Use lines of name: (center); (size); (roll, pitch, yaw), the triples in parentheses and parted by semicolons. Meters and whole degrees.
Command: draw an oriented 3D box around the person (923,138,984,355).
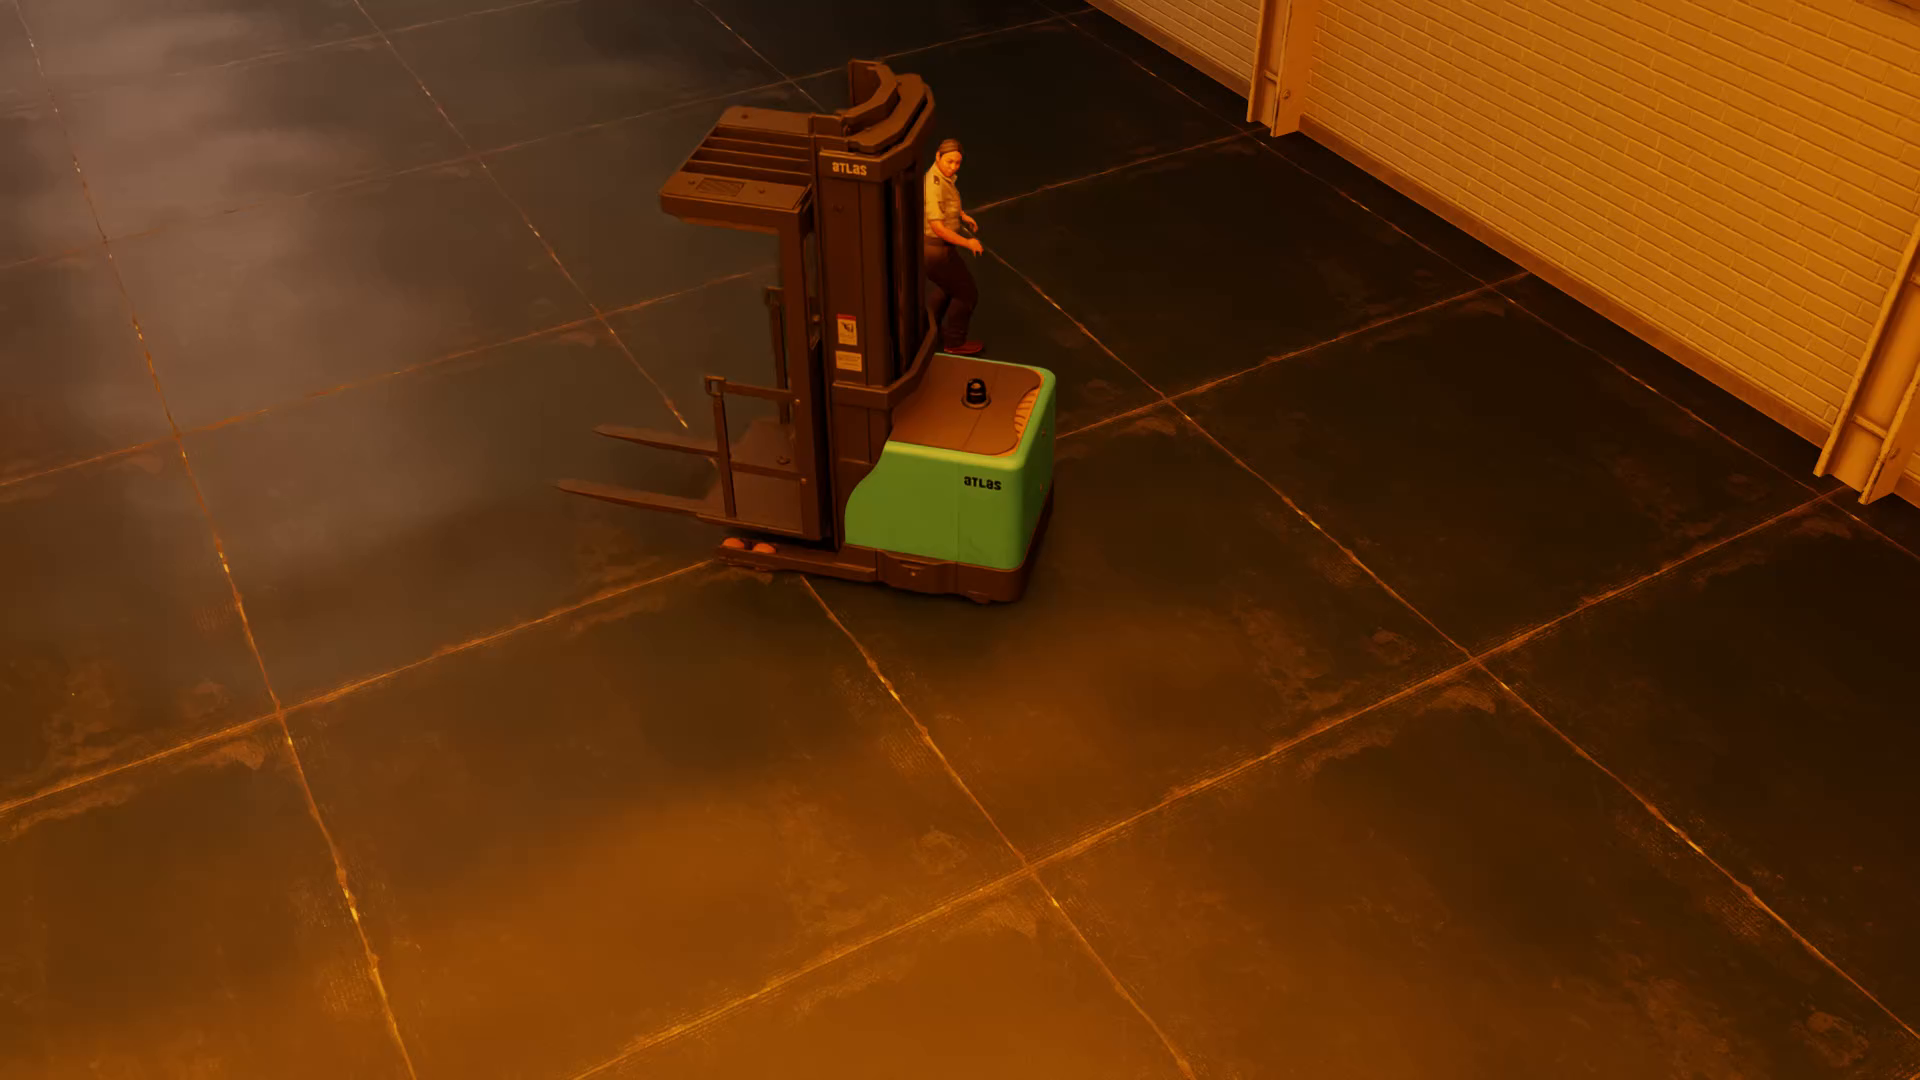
person: (-0.090, -2.040, 11.568); (0.514, 1.600, 0.715); (-5, 40, -6)

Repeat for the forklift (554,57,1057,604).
forklift: (-0.988, -1.258, 9.553); (3.031, 2.935, 1.130); (9, 41, 11)
